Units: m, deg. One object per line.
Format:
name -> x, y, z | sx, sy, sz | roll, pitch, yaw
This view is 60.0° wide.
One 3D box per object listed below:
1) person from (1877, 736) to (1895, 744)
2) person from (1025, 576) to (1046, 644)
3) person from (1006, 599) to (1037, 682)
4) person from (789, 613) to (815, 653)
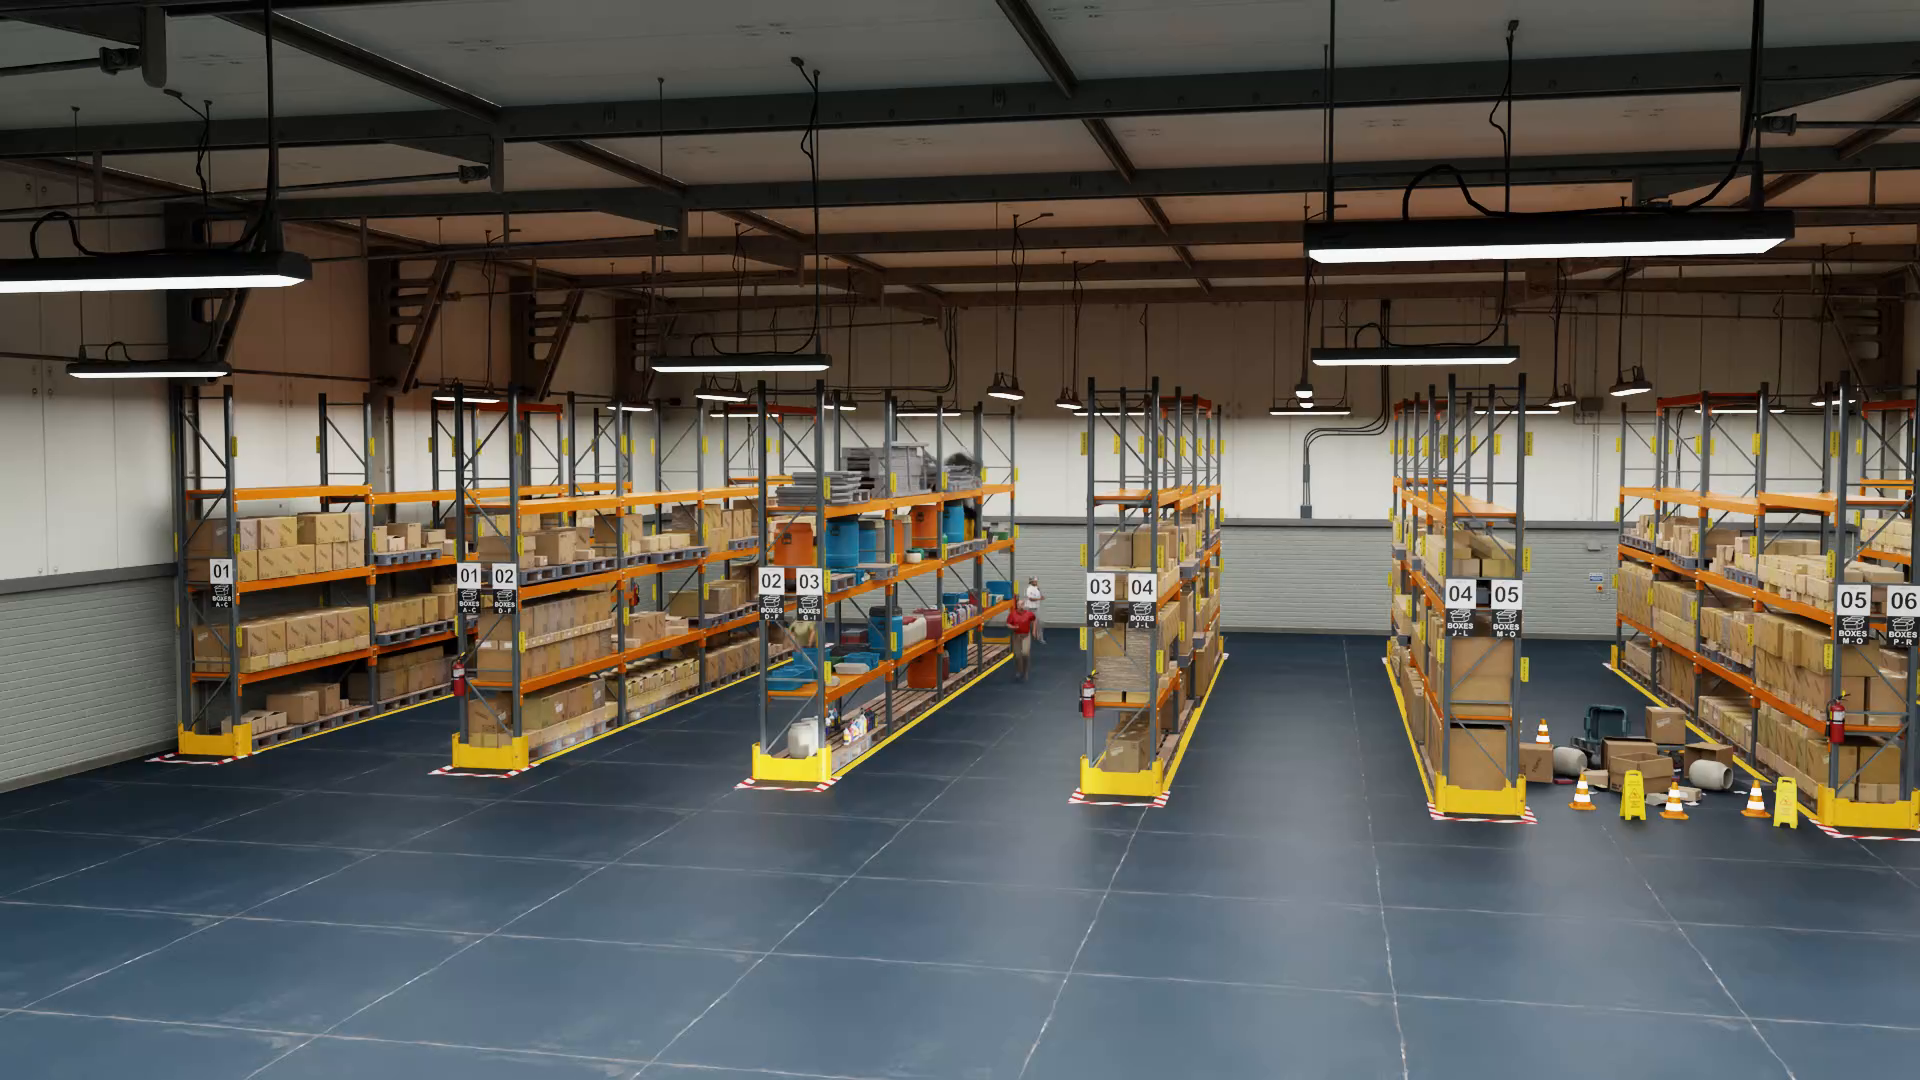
person -> 14.935, 2.759, 27.073 | 0.633, 1.480, 0.831 | 0, 3, -5
person -> 1.828, 1.772, 42.500 | 0.861, 1.740, 0.566 | 2, 4, 30
person -> 1.309, 2.161, 35.603 | 0.641, 1.789, 0.836 | 0, 3, 6
person -> -3.363, 2.253, 35.452 | 0.624, 1.535, 0.808 | -1, 3, -18
